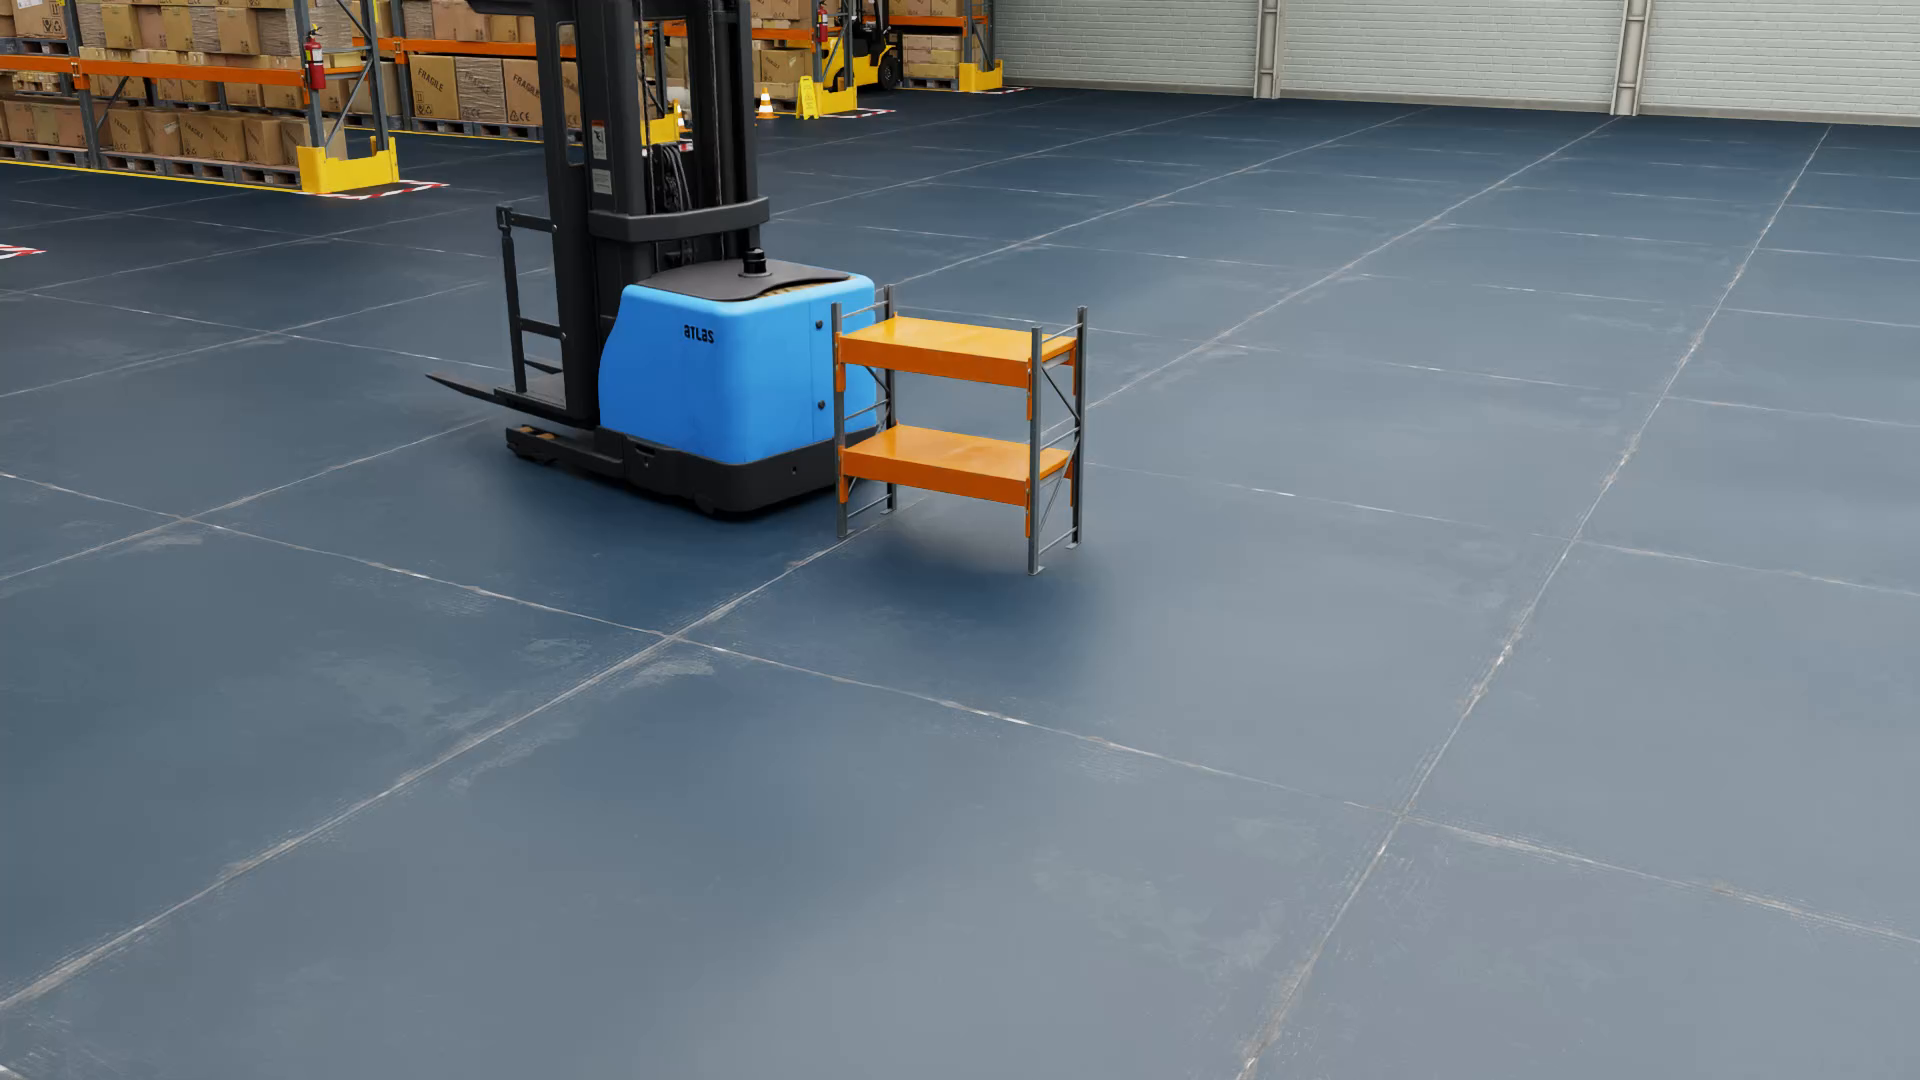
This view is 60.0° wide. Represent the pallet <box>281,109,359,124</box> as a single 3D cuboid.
[{"bbox_3d":[-9.646,-6.559,25.637,1.213,0.211,1.003,11,23,27],"label":"pallet"}]

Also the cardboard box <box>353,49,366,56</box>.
[{"bbox_3d":[-11.152,-9.353,31.752,0.875,0.875,0.875,12,23,29],"label":"cardboard box"}]

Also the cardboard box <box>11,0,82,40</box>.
[{"bbox_3d":[-10.999,-6.755,20.592,1.000,1.000,1.000,11,23,28],"label":"cardboard box"}]

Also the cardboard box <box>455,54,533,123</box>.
[{"bbox_3d":[-6.563,-6.486,23.846,0.875,0.875,0.875,11,23,28],"label":"cardboard box"}]

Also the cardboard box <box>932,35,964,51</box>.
[{"bbox_3d":[-0.185,-9.223,30.843,0.500,0.250,0.500,12,23,29],"label":"cardboard box"}]

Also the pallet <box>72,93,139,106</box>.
[{"bbox_3d":[-14.170,-7.452,28.098,1.213,0.211,1.003,11,23,27],"label":"pallet"}]

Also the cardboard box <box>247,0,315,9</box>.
[{"bbox_3d":[-7.482,-6.111,18.264,0.500,0.500,0.500,11,23,27],"label":"cardboard box"}]

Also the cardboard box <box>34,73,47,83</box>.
[{"bbox_3d":[-15.523,-7.888,28.340,0.250,0.149,0.380,10,22,25],"label":"cardboard box"}]

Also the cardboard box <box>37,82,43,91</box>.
[{"bbox_3d":[-15.545,-7.781,28.481,0.250,0.149,0.380,12,23,29],"label":"cardboard box"}]

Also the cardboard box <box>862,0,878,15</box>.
[{"bbox_3d":[-1.529,-10.170,31.356,0.500,0.500,0.500,11,23,28],"label":"cardboard box"}]

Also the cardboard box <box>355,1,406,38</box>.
[{"bbox_3d":[-8.452,-7.615,24.314,0.500,0.500,0.500,11,22,27],"label":"cardboard box"}]

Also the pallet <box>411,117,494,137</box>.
[{"bbox_3d":[-7.241,-6.101,24.373,1.213,0.211,1.003,11,23,27],"label":"pallet"}]

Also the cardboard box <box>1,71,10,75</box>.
[{"bbox_3d":[-16.393,-8.085,28.884,0.250,0.149,0.380,10,22,25],"label":"cardboard box"}]

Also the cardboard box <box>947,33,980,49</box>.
[{"bbox_3d":[0.042,-9.376,31.264,0.500,0.250,0.500,10,22,26],"label":"cardboard box"}]

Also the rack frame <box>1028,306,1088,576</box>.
[{"bbox_3d":[0.438,-0.445,7.443,0.032,1.125,0.500,11,23,27],"label":"rack frame"}]

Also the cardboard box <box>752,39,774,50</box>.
[{"bbox_3d":[-3.228,-8.045,27.011,0.250,0.149,0.380,12,23,29],"label":"cardboard box"}]

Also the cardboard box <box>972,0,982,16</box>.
[{"bbox_3d":[0.072,-10.077,31.099,0.500,0.500,0.500,12,23,29],"label":"cardboard box"}]

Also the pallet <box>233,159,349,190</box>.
[{"bbox_3d":[-7.640,-4.284,19.364,1.213,0.211,1.003,11,23,27],"label":"pallet"}]

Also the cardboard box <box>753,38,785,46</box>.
[{"bbox_3d":[-3.584,-9.694,33.058,0.625,0.625,0.875,12,23,30],"label":"cardboard box"}]

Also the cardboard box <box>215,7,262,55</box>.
[{"bbox_3d":[-7.843,-5.770,18.790,0.500,0.500,0.875,11,23,27],"label":"cardboard box"}]

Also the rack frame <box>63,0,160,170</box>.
[{"bbox_3d":[-10.374,-6.101,20.286,0.127,3.000,1.000,11,23,27],"label":"rack frame"}]

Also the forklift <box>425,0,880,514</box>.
[{"bbox_3d":[-1.852,-1.906,8.821,3.031,2.935,1.130,17,26,39],"label":"forklift"}]

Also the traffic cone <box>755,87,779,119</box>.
[{"bbox_3d":[-3.053,-6.881,26.157,0.334,0.463,0.336,11,23,27],"label":"traffic cone"}]

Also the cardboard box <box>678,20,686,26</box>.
[{"bbox_3d":[-4.483,-8.637,27.646,0.250,0.149,0.380,11,23,27],"label":"cardboard box"}]

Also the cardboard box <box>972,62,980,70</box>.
[{"bbox_3d":[0.035,-8.909,31.444,0.500,0.250,0.500,11,23,28],"label":"cardboard box"}]

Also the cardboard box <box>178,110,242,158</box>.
[{"bbox_3d":[-8.960,-4.872,19.948,0.500,0.500,0.500,9,22,23],"label":"cardboard box"}]

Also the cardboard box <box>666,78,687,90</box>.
[{"bbox_3d":[-4.686,-7.693,28.089,0.500,0.250,0.500,12,23,30],"label":"cardboard box"}]

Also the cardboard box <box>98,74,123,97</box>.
[{"bbox_3d":[-13.872,-7.625,27.535,0.500,0.500,0.500,12,23,30],"label":"cardboard box"}]

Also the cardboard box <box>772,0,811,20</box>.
[{"bbox_3d":[-2.657,-8.581,26.541,0.500,0.500,0.500,10,22,26],"label":"cardboard box"}]

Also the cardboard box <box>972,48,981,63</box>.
[{"bbox_3d":[0.060,-9.145,31.359,0.500,0.250,0.500,11,23,28],"label":"cardboard box"}]

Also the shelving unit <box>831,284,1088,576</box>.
[{"bbox_3d":[-0.006,-0.530,7.676,1.048,1.125,0.538,11,23,27],"label":"shelving unit"}]

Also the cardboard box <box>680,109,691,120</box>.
[{"bbox_3d":[-4.177,-6.663,26.015,0.380,0.149,0.250,-11,23,-29],"label":"cardboard box"}]

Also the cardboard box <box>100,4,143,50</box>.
[{"bbox_3d":[-9.592,-6.101,19.704,0.500,0.500,0.875,11,23,27],"label":"cardboard box"}]

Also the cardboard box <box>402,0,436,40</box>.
[{"bbox_3d":[-7.539,-7.574,24.126,0.550,0.550,0.875,11,23,27],"label":"cardboard box"}]

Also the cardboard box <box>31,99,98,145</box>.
[{"bbox_3d":[-11.306,-5.327,21.171,0.500,0.500,0.700,11,22,27],"label":"cardboard box"}]

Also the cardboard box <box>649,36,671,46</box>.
[{"bbox_3d":[-5.077,-8.397,27.980,0.250,0.149,0.380,11,23,28],"label":"cardboard box"}]

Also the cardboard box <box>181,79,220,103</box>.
[{"bbox_3d":[-12.061,-7.280,26.586,0.500,0.500,0.500,11,23,27],"label":"cardboard box"}]

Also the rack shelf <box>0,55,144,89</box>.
[{"bbox_3d":[-12.120,-6.096,21.326,4.000,0.370,1.077,11,23,27],"label":"rack shelf"}]

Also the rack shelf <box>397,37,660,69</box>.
[{"bbox_3d":[-6.120,-6.890,23.517,4.000,0.370,1.077,11,23,27],"label":"rack shelf"}]

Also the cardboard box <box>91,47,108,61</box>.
[{"bbox_3d":[-10.121,-5.813,19.859,0.250,0.149,0.380,11,23,27],"label":"cardboard box"}]

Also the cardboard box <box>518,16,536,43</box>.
[{"bbox_3d":[-5.639,-7.230,23.178,0.550,0.550,0.875,11,23,27],"label":"cardboard box"}]

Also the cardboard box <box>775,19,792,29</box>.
[{"bbox_3d":[-2.755,-8.276,26.650,0.250,0.149,0.380,10,22,27],"label":"cardboard box"}]

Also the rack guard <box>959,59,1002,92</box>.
[{"bbox_3d":[0.390,-8.686,31.076,0.348,0.500,1.175,11,23,27],"label":"rack guard"}]

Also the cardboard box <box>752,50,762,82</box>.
[{"bbox_3d":[-3.332,-7.785,27.245,0.500,0.500,0.500,12,23,29],"label":"cardboard box"}]

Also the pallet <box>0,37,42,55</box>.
[{"bbox_3d":[-12.118,-6.359,21.279,1.213,0.211,1.003,11,23,27],"label":"pallet"}]

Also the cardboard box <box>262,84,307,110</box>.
[{"bbox_3d":[-10.106,-7.094,25.706,0.750,0.750,1.050,11,23,28],"label":"cardboard box"}]

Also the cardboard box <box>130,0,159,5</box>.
[{"bbox_3d":[-9.231,-6.442,19.176,0.500,0.500,0.500,11,23,27],"label":"cardboard box"}]

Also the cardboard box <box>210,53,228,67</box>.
[{"bbox_3d":[-8.330,-5.507,19.016,0.250,0.149,0.380,11,23,27],"label":"cardboard box"}]

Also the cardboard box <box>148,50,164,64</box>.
[{"bbox_3d":[-9.229,-5.657,19.431,0.250,0.149,0.380,11,23,27],"label":"cardboard box"}]

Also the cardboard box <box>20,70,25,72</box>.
[{"bbox_3d":[-15.940,-8.146,28.617,0.250,0.149,0.380,12,23,29],"label":"cardboard box"}]

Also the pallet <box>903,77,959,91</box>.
[{"bbox_3d":[-0.319,-8.669,31.453,1.213,0.211,1.003,11,23,27],"label":"pallet"}]

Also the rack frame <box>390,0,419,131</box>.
[{"bbox_3d":[-7.866,-7.561,24.311,0.127,3.000,1.000,11,23,27],"label":"rack frame"}]

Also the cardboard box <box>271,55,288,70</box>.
[{"bbox_3d":[-7.449,-5.346,18.572,0.250,0.149,0.380,11,23,27],"label":"cardboard box"}]
